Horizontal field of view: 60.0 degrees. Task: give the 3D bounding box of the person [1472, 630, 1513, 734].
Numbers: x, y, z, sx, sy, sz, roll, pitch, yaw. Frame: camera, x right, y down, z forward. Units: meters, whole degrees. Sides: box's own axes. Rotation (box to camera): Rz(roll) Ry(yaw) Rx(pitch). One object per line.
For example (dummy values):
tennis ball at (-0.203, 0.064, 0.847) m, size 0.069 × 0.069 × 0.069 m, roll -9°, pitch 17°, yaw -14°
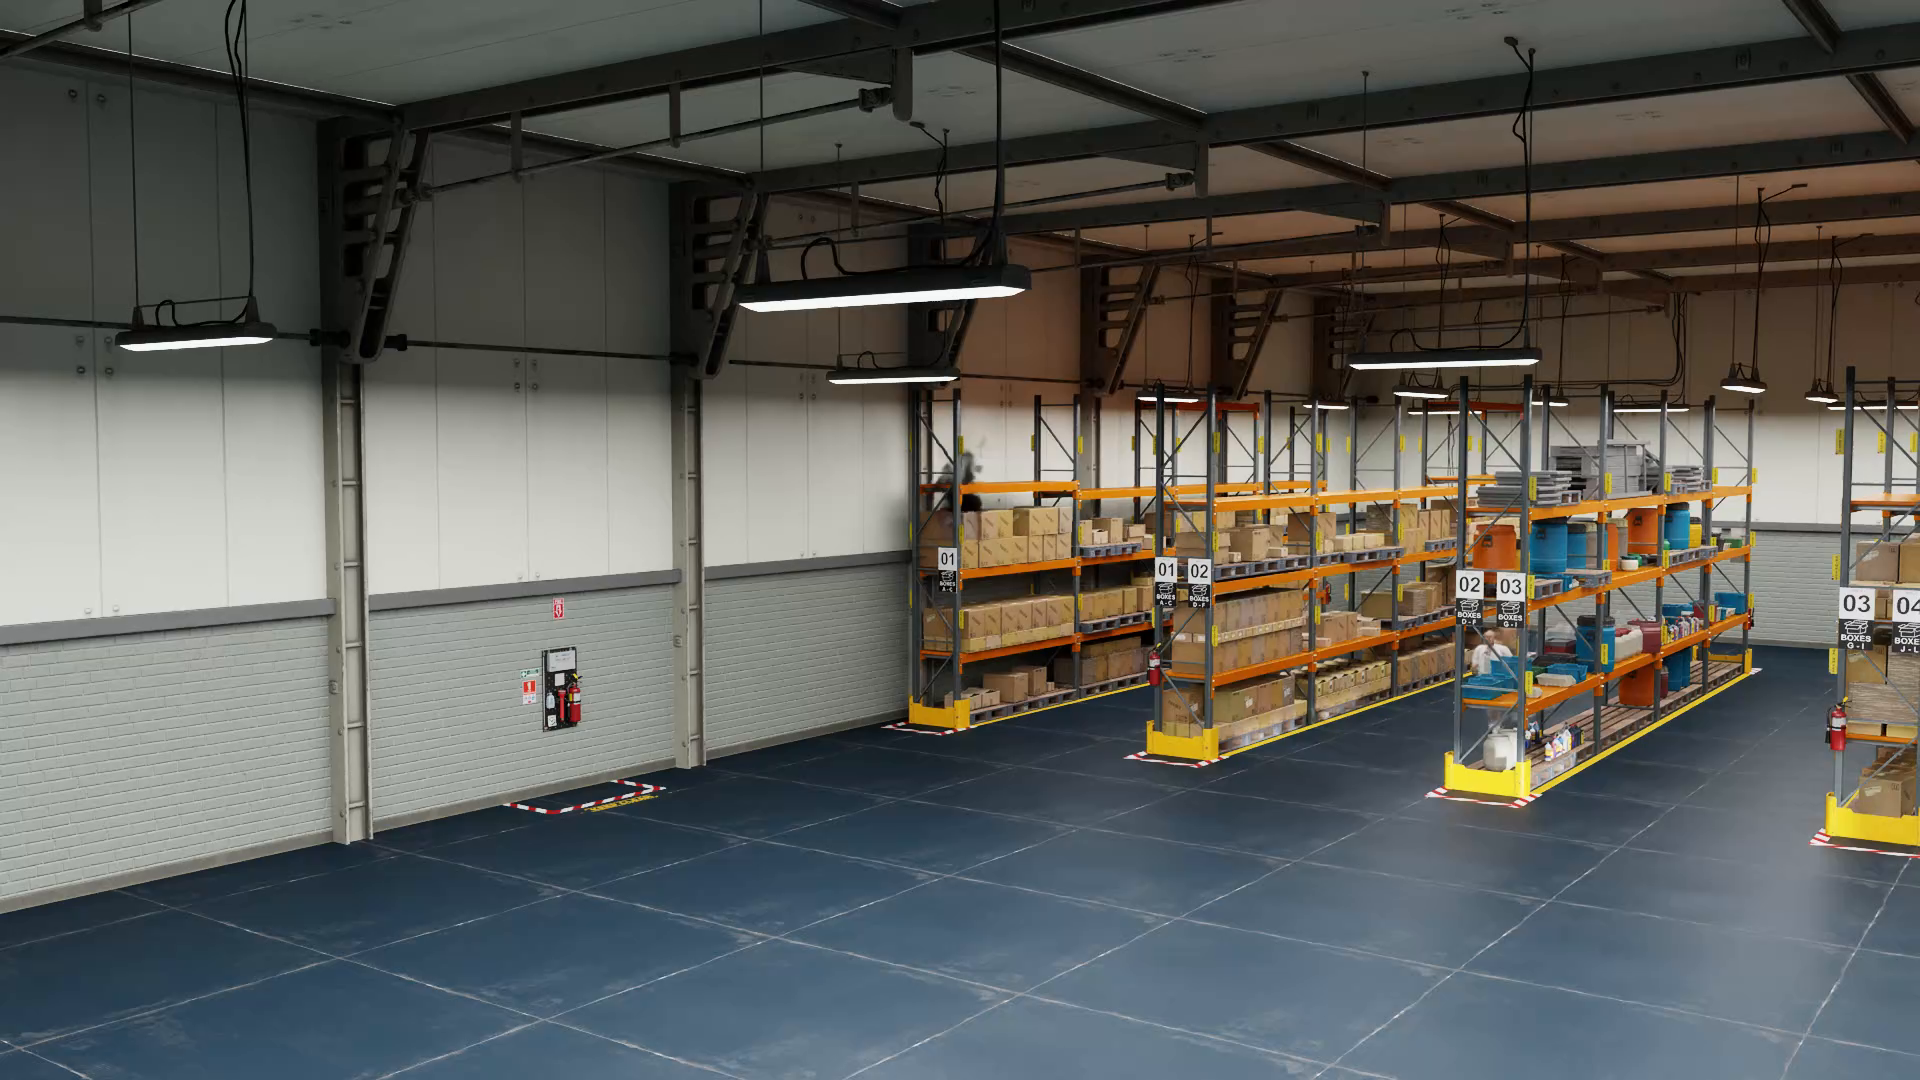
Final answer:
person at (9.232, 2.476, 28.977) m, size 0.681 × 1.796 × 0.775 m, roll 3°, pitch 4°, yaw 40°
